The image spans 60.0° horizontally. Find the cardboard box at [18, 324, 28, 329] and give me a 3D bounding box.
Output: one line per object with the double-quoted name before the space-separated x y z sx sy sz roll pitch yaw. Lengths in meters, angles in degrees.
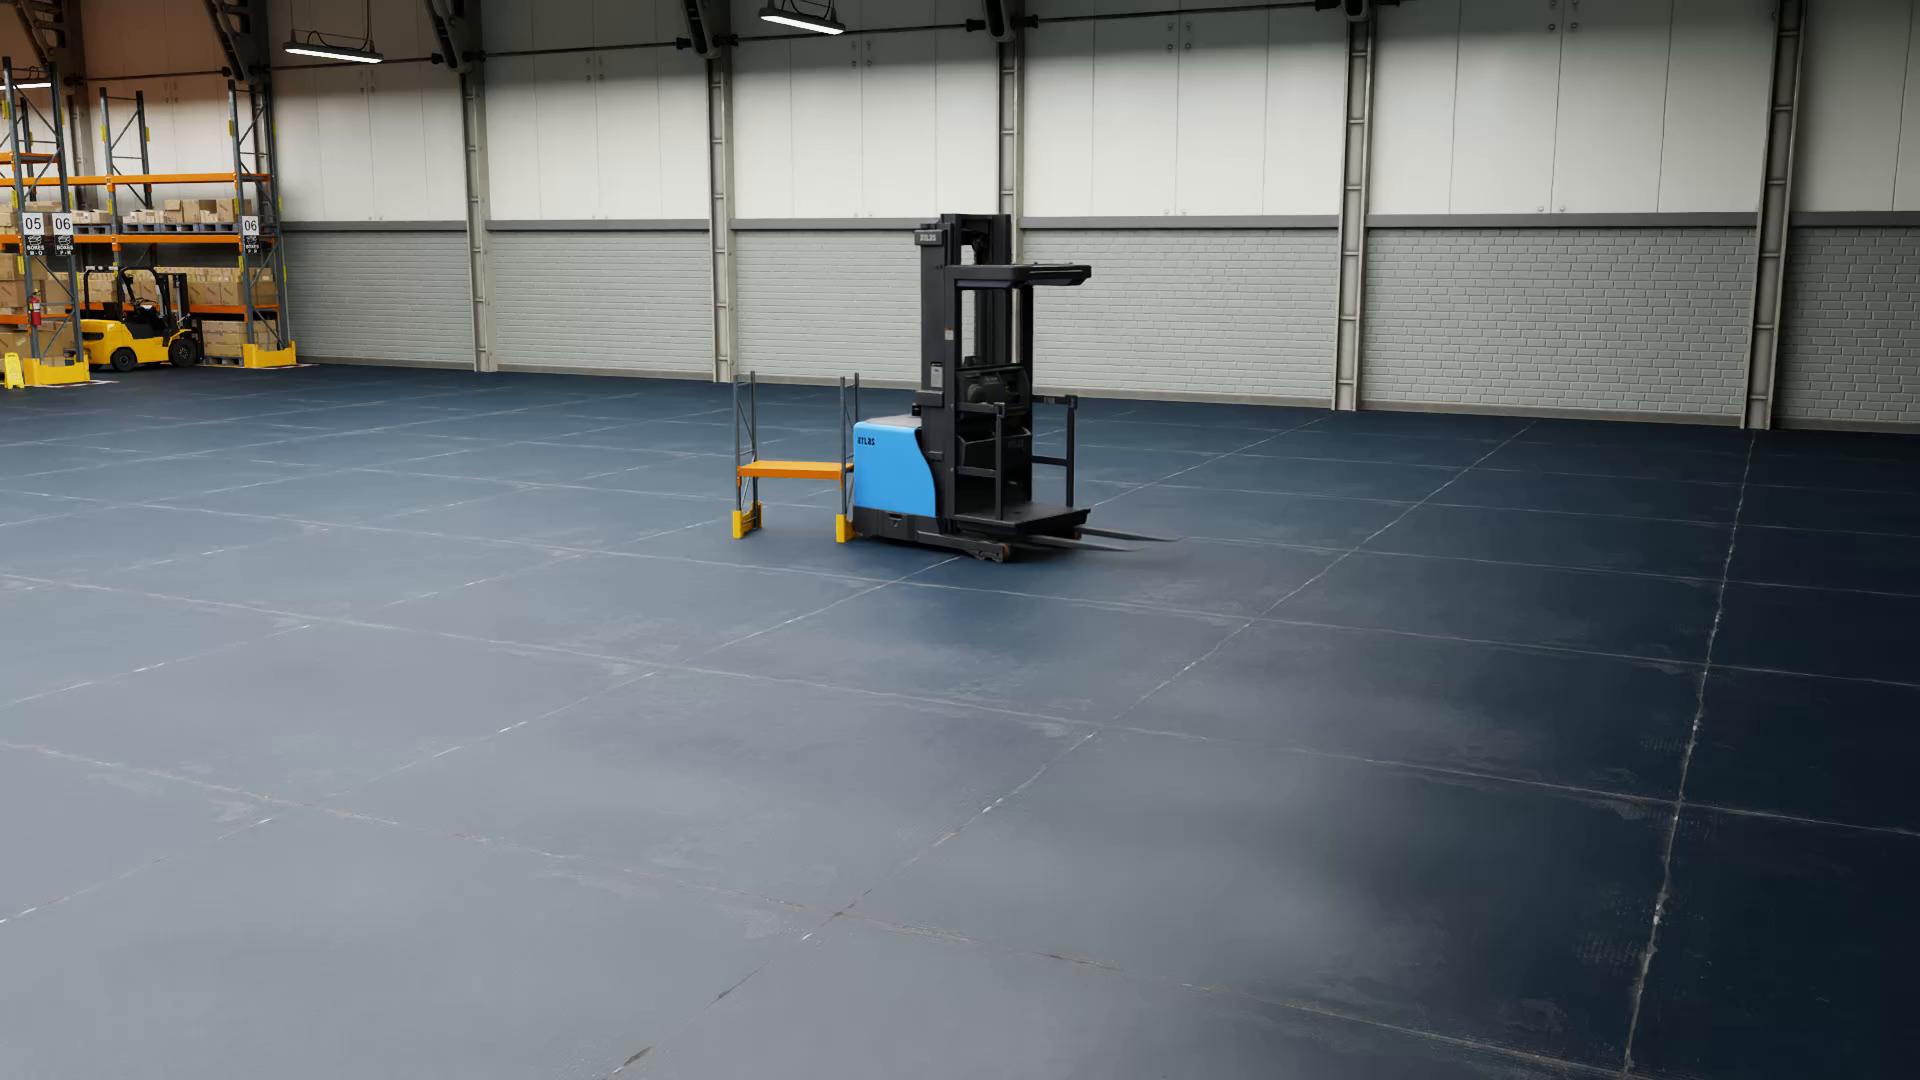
"cardboard box" -21.673 -4.898 39.377 0.625 0.625 0.875 5 12 28

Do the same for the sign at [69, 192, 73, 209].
"sign" -17.005 -6.480 31.756 0.005 0.325 0.100 5 11 26

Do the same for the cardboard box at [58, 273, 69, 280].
"cardboard box" -20.475 -6.060 38.208 0.250 0.149 0.380 5 11 24

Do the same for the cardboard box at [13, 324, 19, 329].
"cardboard box" -22.701 -4.886 39.666 0.500 0.500 0.500 5 12 27

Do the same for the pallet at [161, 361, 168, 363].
"pallet" -17.945 -4.154 37.610 1.213 0.211 1.003 5 11 26

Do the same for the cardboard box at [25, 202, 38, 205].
"cardboard box" -21.188 -7.572 38.502 0.500 0.500 0.700 5 11 25

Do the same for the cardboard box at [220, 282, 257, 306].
"cardboard box" -15.610 -5.326 35.977 0.500 0.500 0.500 5 11 25

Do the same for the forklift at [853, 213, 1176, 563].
"forklift" 0.458 -1.353 14.497 3.031 2.935 1.130 9 13 40

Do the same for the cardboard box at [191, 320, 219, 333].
"cardboard box" -16.521 -4.690 36.475 0.500 0.250 0.500 5 11 27

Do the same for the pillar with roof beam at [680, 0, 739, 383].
"pillar with roof beam" -6.421 -6.798 27.544 0.548 9.000 9.100 5 11 26

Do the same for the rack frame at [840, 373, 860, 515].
"rack frame" -1.004 -0.768 15.280 0.032 1.500 0.500 2 11 13

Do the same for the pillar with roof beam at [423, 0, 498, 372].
"pillar with roof beam" -11.802 -7.271 30.156 0.548 9.000 9.100 5 11 26

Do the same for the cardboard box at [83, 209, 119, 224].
"cardboard box" -19.396 -7.302 37.540 0.500 0.311 0.500 5 11 24

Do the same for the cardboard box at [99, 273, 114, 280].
"cardboard box" -19.284 -5.973 37.728 0.250 0.149 0.380 5 11 25

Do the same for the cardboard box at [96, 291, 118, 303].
"cardboard box" -19.207 -5.520 37.747 0.500 0.250 0.500 5 12 27

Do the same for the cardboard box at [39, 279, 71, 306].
"cardboard box" -17.547 -4.765 32.037 0.500 0.500 0.500 5 11 25

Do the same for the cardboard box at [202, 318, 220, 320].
"cardboard box" -16.750 -4.816 37.169 0.500 0.250 0.500 5 11 25

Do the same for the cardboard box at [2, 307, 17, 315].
"cardboard box" -17.952 -4.361 31.631 0.250 0.149 0.380 5 11 25

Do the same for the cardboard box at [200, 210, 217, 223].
"cardboard box" -16.157 -6.983 35.905 0.258 0.266 0.396 5 11 26

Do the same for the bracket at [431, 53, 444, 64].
"bracket" -10.427 -9.706 33.502 0.430 0.232 0.235 5 11 26

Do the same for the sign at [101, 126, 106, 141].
"sign" -18.869 -8.959 36.637 0.005 0.325 0.100 5 11 26

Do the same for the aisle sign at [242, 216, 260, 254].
"aisle sign" -15.123 -6.508 35.484 0.004 0.787 0.394 5 11 26

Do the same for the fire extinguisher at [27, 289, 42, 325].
"fire extinguisher" -17.347 -4.367 31.172 0.183 0.674 0.296 5 11 26

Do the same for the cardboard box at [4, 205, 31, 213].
"cardboard box" -17.679 -6.212 31.193 0.250 0.149 0.380 5 11 26

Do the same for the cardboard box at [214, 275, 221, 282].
"cardboard box" -15.935 -5.677 36.093 0.250 0.149 0.380 5 12 27

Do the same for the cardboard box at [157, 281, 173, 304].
"cardboard box" -17.428 -5.490 36.881 0.500 0.500 0.500 5 11 25

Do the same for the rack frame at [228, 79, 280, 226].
"rack frame" -15.052 -8.232 35.469 0.127 3.000 1.000 5 11 26

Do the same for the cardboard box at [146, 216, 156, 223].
"cardboard box" -17.682 -7.059 36.656 0.250 0.149 0.380 5 12 28

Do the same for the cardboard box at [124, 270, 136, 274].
"cardboard box" -18.485 -6.038 37.251 0.250 0.149 0.380 5 12 27

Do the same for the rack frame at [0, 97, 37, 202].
"rack frame" -22.227 -8.863 38.952 0.127 3.000 1.000 5 11 26

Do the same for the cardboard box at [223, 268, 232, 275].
"cardboard box" -15.702 -5.804 35.960 0.250 0.149 0.380 5 11 26

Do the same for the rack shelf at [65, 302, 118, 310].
"rack shelf" -20.433 -5.399 38.680 4.000 0.370 1.077 5 11 26

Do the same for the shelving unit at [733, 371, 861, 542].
"shelving unit" -1.509 -0.788 15.393 1.083 1.500 0.587 2 11 13

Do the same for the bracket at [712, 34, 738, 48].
"bracket" -4.301 -9.168 30.528 0.430 0.232 0.235 5 11 26

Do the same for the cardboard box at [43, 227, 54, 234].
"cardboard box" -17.399 -5.918 31.808 0.250 0.149 0.380 5 11 26

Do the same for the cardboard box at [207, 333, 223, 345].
"cardboard box" -16.072 -4.410 36.330 0.500 0.250 0.500 5 11 25

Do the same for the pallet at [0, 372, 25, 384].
"pallet" -18.026 -3.191 32.288 1.213 0.211 1.003 5 11 26

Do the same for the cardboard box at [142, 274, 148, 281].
"cardboard box" -17.991 -5.861 37.107 0.250 0.149 0.380 5 11 26

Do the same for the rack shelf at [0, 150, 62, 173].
"rack shelf" -19.039 -7.241 32.023 4.000 0.370 1.077 5 11 26

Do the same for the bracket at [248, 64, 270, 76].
"bracket" -15.063 -10.113 35.753 0.430 0.232 0.235 5 11 26

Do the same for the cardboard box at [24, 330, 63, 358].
"cardboard box" -17.868 -3.820 32.367 0.500 0.500 0.500 5 11 24

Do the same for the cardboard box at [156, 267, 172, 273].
"cardboard box" -17.548 -5.960 36.822 0.250 0.149 0.380 5 11 25

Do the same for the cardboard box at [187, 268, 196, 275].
"cardboard box" -16.656 -5.874 36.348 0.250 0.149 0.380 5 12 27

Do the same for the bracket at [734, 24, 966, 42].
"bracket" -1.976 -8.963 29.399 4.783 0.066 0.076 5 11 26

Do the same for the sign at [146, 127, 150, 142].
"sign" -18.372 -9.172 37.593 0.005 0.325 0.100 5 11 26

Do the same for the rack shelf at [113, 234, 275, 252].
"rack shelf" -16.846 -6.560 36.671 4.000 0.370 1.077 5 11 26

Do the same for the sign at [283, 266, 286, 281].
"sign" -14.801 -5.834 36.406 0.005 0.325 0.100 5 11 26

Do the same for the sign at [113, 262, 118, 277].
"sign" -18.871 -6.039 37.166 0.005 0.325 0.100 5 11 26

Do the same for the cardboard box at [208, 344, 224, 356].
"cardboard box" -16.055 -4.161 36.362 0.500 0.250 0.500 5 11 26
